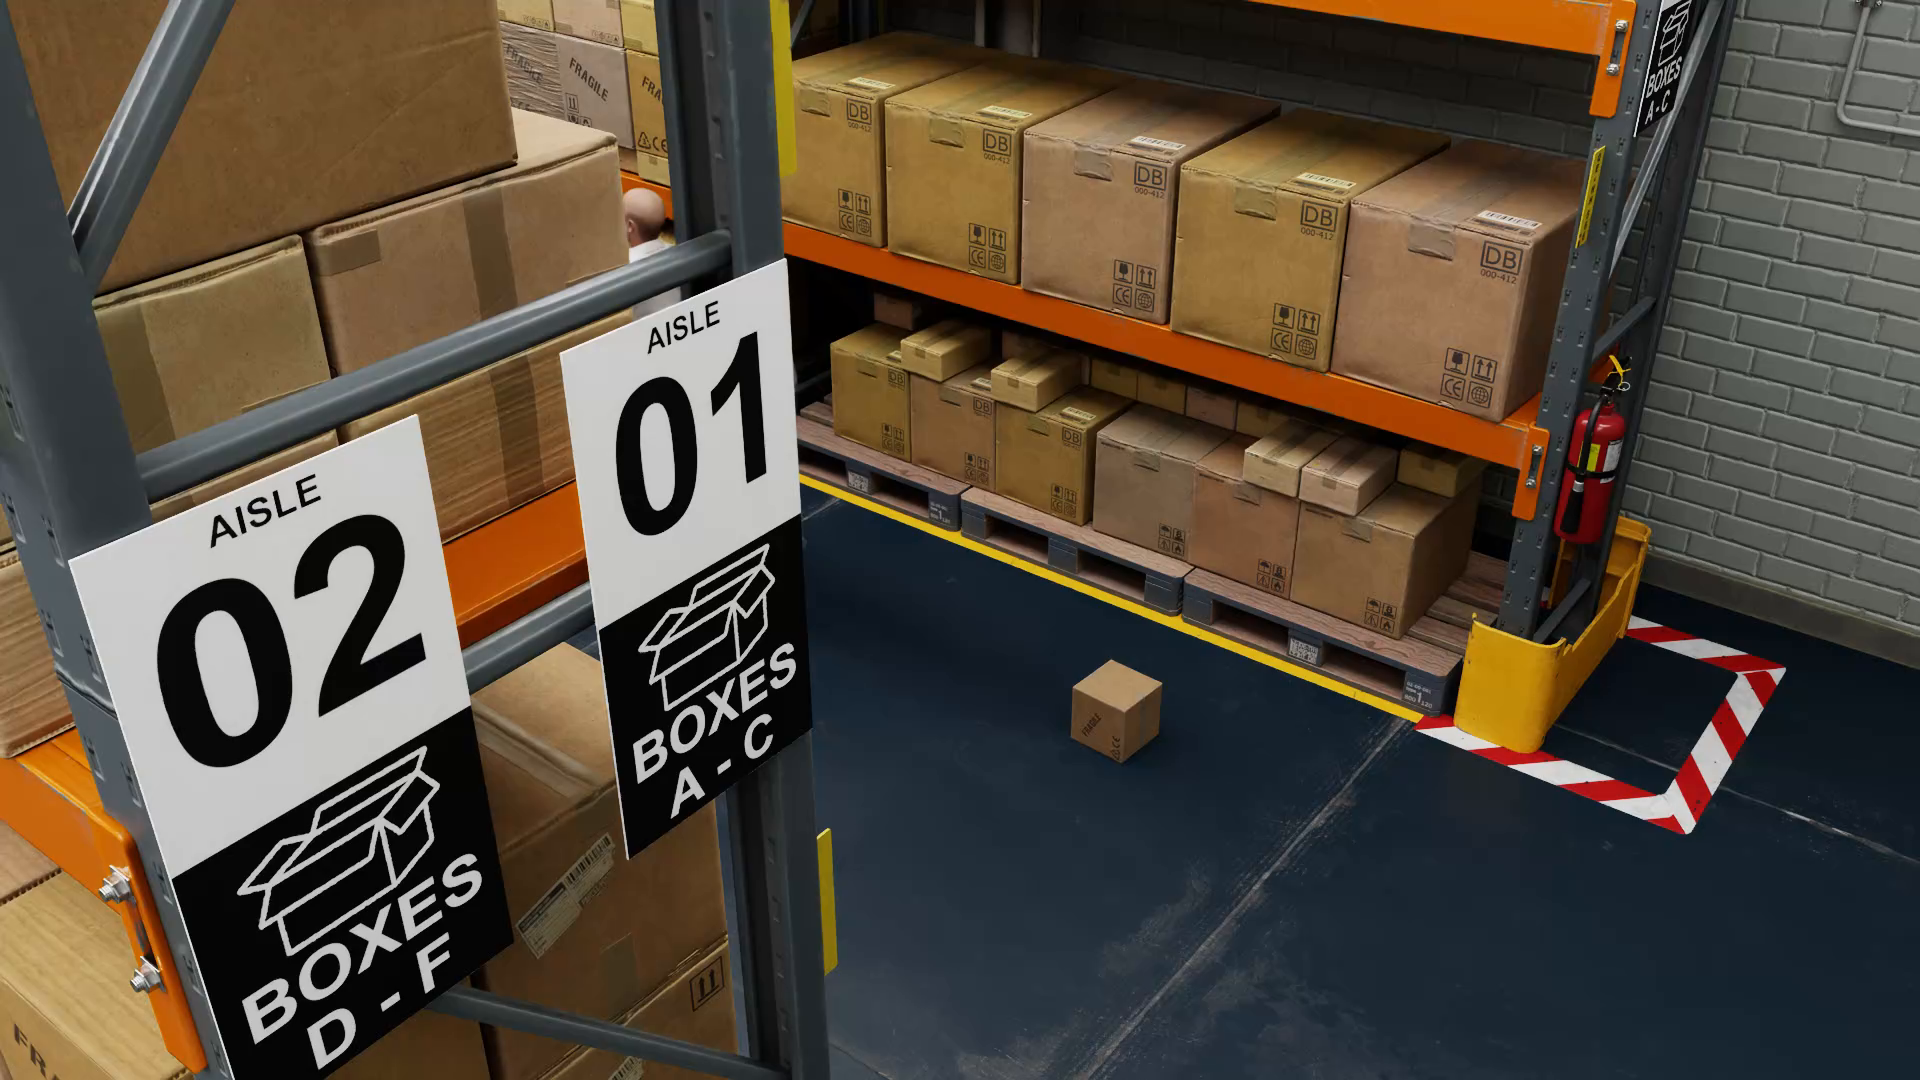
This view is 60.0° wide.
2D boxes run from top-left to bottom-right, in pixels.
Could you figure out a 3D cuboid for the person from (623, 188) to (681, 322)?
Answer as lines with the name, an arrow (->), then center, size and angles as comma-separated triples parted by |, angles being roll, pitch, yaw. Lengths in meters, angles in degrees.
person -> -1.372, -0.711, 7.352 | 1.056, 1.732, 0.605 | 19, 36, 29
